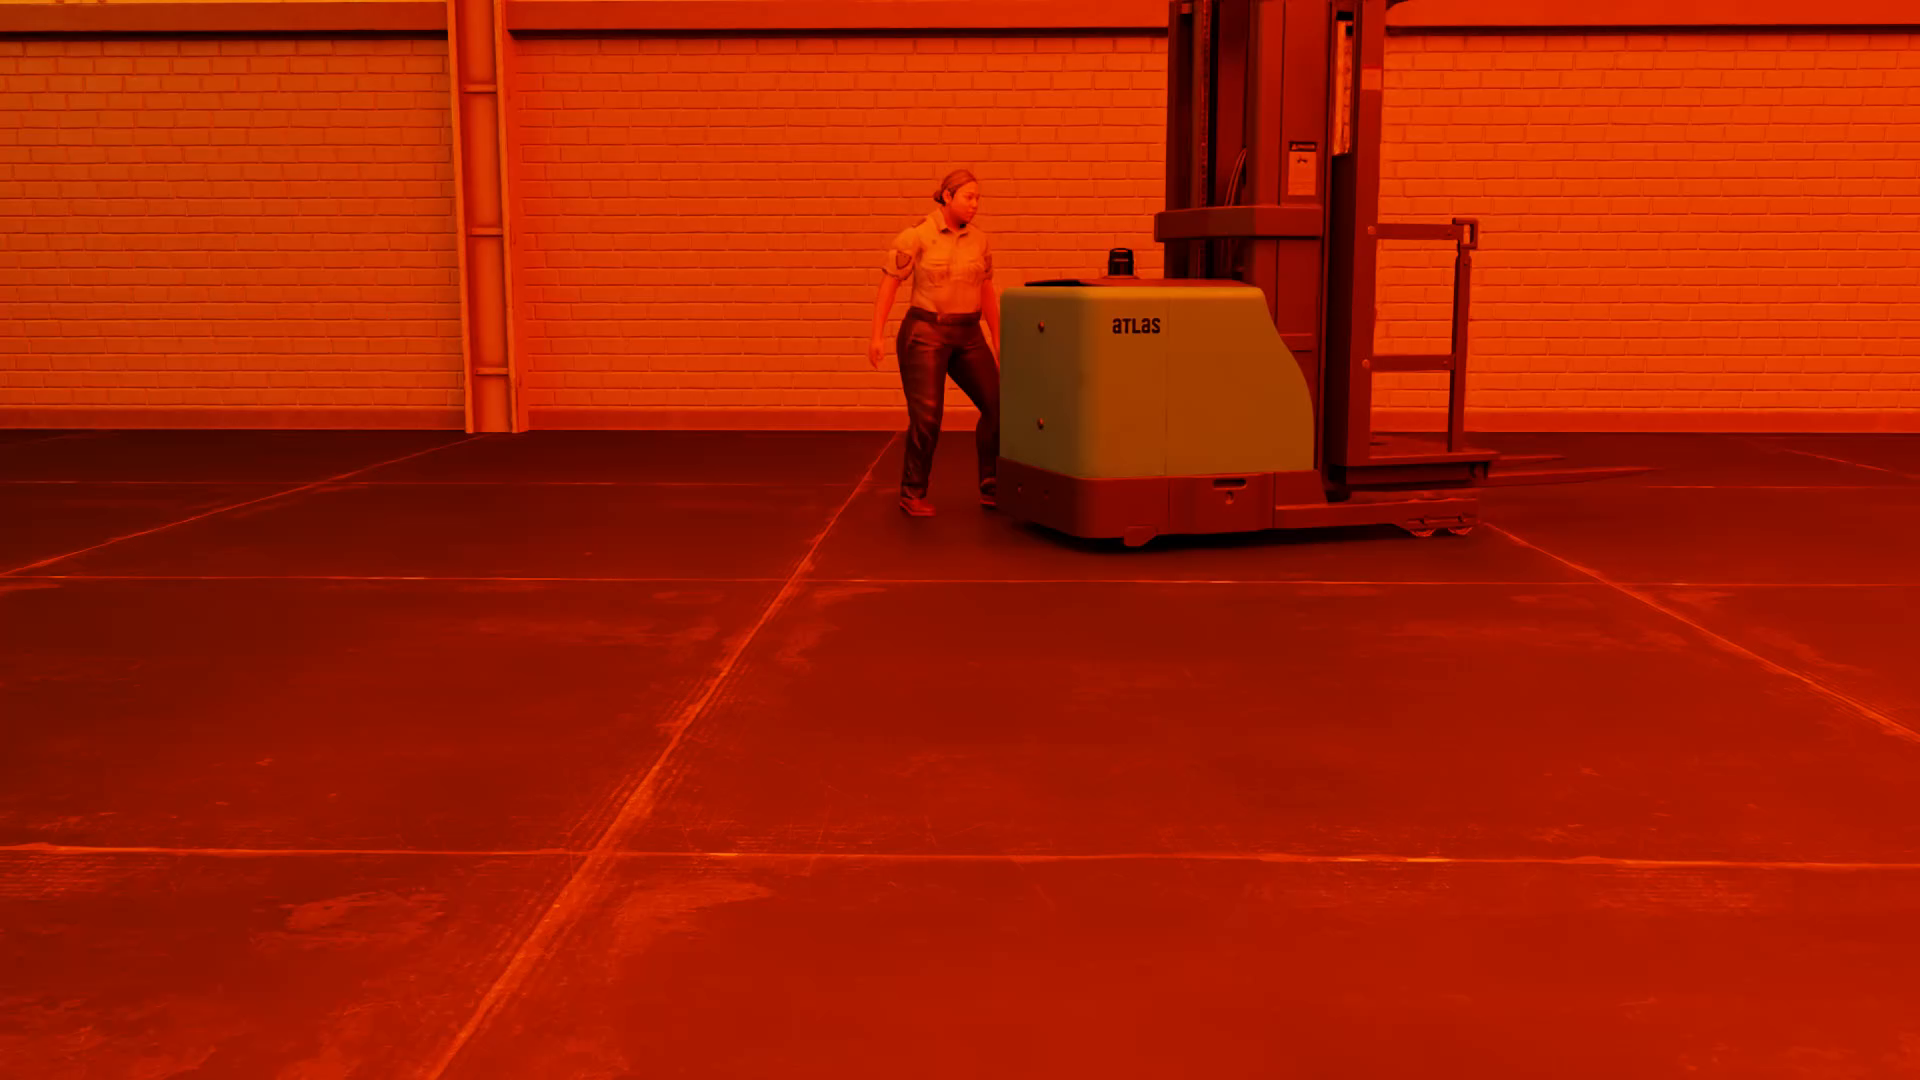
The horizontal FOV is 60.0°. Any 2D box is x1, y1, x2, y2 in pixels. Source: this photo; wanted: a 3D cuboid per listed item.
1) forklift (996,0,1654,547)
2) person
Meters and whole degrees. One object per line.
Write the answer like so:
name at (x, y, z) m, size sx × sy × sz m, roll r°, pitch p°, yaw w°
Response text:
forklift at (1.737, -1.531, 7.445) m, size 3.031 × 2.935 × 1.130 m, roll -3°, pitch 9°, yaw -20°
person at (-0.036, -0.933, 7.922) m, size 0.816 × 1.624 × 0.378 m, roll -5°, pitch 10°, yaw -29°
